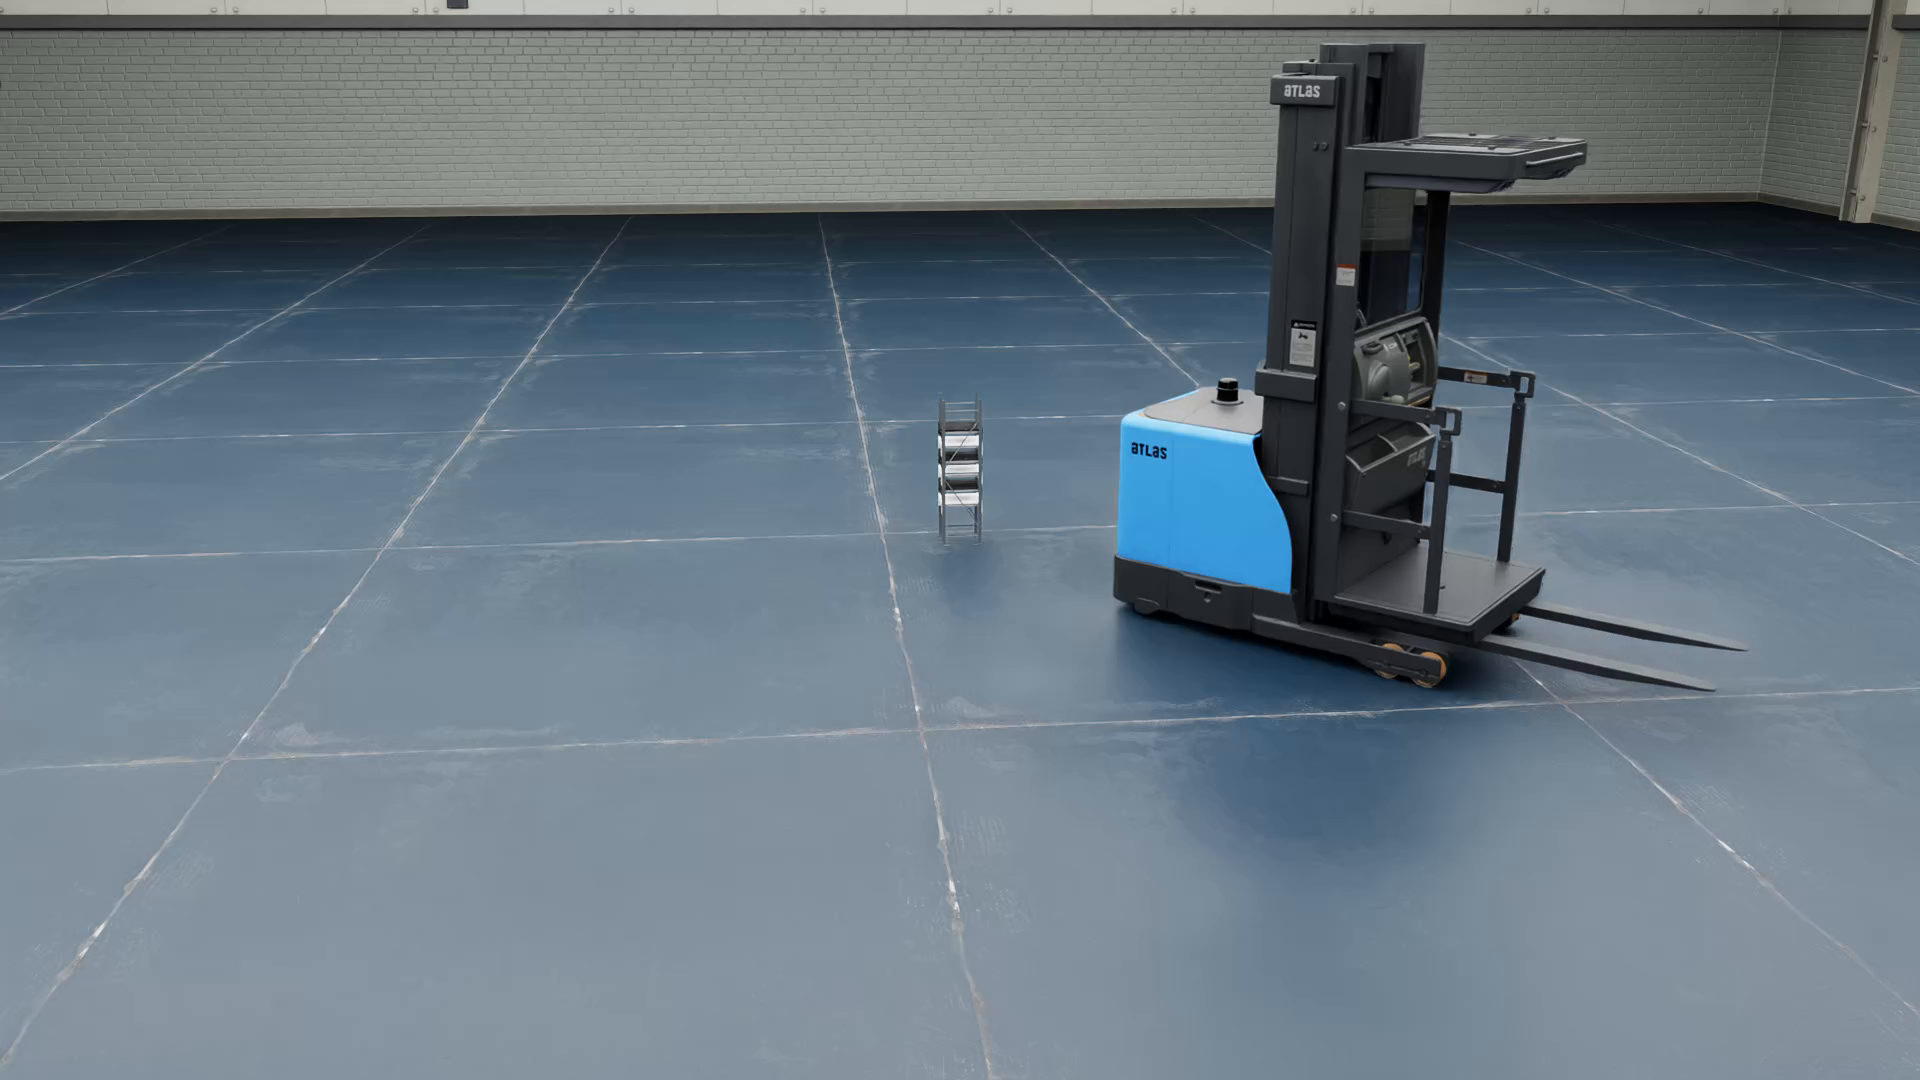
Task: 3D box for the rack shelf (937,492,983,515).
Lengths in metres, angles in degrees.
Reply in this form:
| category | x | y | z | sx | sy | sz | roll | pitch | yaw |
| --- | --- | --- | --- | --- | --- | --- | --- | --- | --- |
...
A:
| category | x | y | z | sx | sy | sz | roll | pitch | yaw |
| --- | --- | --- | --- | --- | --- | --- | --- | --- | --- |
| rack shelf | 0.001 | -0.223 | 10.098 | 0.258 | 0.077 | 0.200 | -2 | 18 | -6 |

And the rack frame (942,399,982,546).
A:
| category | x | y | z | sx | sy | sz | roll | pitch | yaw |
| --- | --- | --- | --- | --- | --- | --- | --- | --- | --- |
| rack frame | 0.011 | -0.397 | 9.938 | 0.240 | 0.900 | 0.006 | -2 | 18 | -6 |

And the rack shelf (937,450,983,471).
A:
| category | x | y | z | sx | sy | sz | roll | pitch | yaw |
| --- | --- | --- | --- | --- | --- | --- | --- | --- | --- |
| rack shelf | 0.001 | -0.481 | 10.018 | 0.258 | 0.077 | 0.200 | -2 | 18 | -6 |

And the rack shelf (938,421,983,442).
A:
| category | x | y | z | sx | sy | sz | roll | pitch | yaw |
| --- | --- | --- | --- | --- | --- | --- | --- | --- | --- |
| rack shelf | 0.001 | -0.653 | 9.964 | 0.258 | 0.077 | 0.200 | -2 | 18 | -6 |

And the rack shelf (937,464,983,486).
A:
| category | x | y | z | sx | sy | sz | roll | pitch | yaw |
| --- | --- | --- | --- | --- | --- | --- | --- | --- | --- |
| rack shelf | 0.001 | -0.395 | 10.045 | 0.258 | 0.077 | 0.200 | -2 | 18 | -6 |

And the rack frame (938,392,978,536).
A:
| category | x | y | z | sx | sy | sz | roll | pitch | yaw |
| --- | --- | --- | --- | --- | --- | --- | --- | --- | --- |
| rack frame | -0.010 | -0.457 | 10.131 | 0.240 | 0.900 | 0.006 | -2 | 18 | -6 |

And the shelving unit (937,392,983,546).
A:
| category | x | y | z | sx | sy | sz | roll | pitch | yaw |
| --- | --- | --- | --- | --- | --- | --- | --- | --- | --- |
| shelving unit | 0.001 | -0.427 | 10.035 | 0.258 | 0.900 | 0.210 | -2 | 18 | -6 |

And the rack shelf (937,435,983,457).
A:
| category | x | y | z | sx | sy | sz | roll | pitch | yaw |
| --- | --- | --- | --- | --- | --- | --- | --- | --- | --- |
| rack shelf | 0.001 | -0.567 | 9.991 | 0.258 | 0.077 | 0.200 | -2 | 18 | -6 |

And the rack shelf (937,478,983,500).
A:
| category | x | y | z | sx | sy | sz | roll | pitch | yaw |
| --- | --- | --- | --- | --- | --- | --- | --- | --- | --- |
| rack shelf | 0.001 | -0.309 | 10.072 | 0.258 | 0.077 | 0.200 | -2 | 18 | -6 |

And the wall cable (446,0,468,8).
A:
| category | x | y | z | sx | sy | sz | roll | pitch | yaw |
| --- | --- | --- | --- | --- | --- | --- | --- | --- | --- |
| wall cable | -6.807 | -11.159 | 25.021 | 2.305 | 6.003 | 0.169 | -2 | 18 | -6 |

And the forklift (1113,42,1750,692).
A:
| category | x | y | z | sx | sy | sz | roll | pitch | yaw |
| --- | --- | --- | --- | --- | --- | --- | --- | --- | --- |
| forklift | 2.310 | -0.875 | 8.069 | 3.031 | 2.935 | 1.130 | 13 | 21 | 35 |

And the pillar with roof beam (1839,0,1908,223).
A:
| category | x | y | z | sx | sy | sz | roll | pitch | yaw |
| --- | --- | --- | --- | --- | --- | --- | --- | --- | --- |
| pillar with roof beam | 9.787 | -9.170 | 24.361 | 9.100 | 9.000 | 0.400 | -2 | 18 | -6 |
